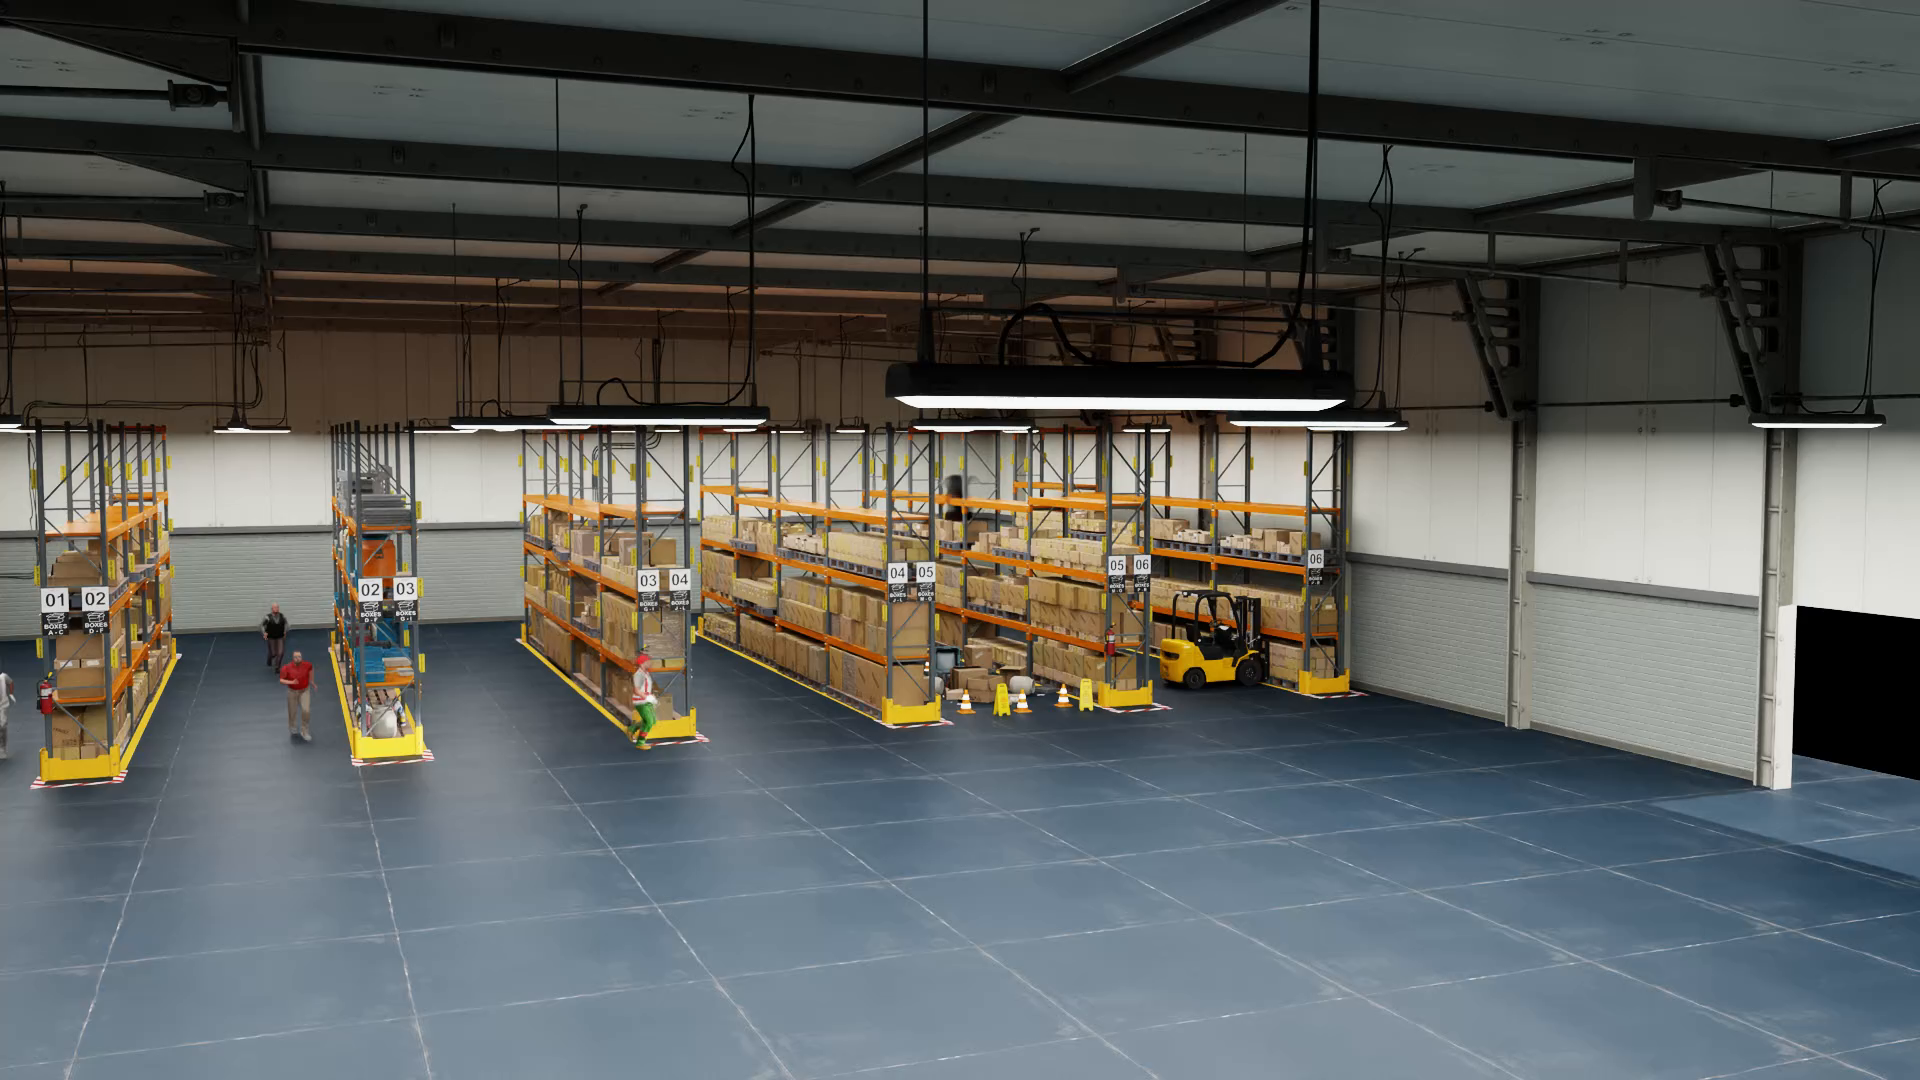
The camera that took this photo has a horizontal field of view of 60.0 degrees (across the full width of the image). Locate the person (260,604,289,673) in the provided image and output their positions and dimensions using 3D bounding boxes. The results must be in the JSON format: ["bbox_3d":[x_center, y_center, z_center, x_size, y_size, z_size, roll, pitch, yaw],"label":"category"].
[{"bbox_3d":[-16.632,2.380,40.361,0.674,1.680,0.622,-2,4,-35],"label":"person"}]

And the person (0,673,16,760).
[{"bbox_3d":[-17.095,2.994,29.452,0.632,1.728,0.991,-2,4,-25],"label":"person"}]

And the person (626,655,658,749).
[{"bbox_3d":[-5.816,2.960,30.402,0.651,1.719,0.694,0,4,3],"label":"person"}]

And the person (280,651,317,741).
[{"bbox_3d":[-12.515,2.920,31.447,0.667,1.707,1.000,-2,4,-26],"label":"person"}]
